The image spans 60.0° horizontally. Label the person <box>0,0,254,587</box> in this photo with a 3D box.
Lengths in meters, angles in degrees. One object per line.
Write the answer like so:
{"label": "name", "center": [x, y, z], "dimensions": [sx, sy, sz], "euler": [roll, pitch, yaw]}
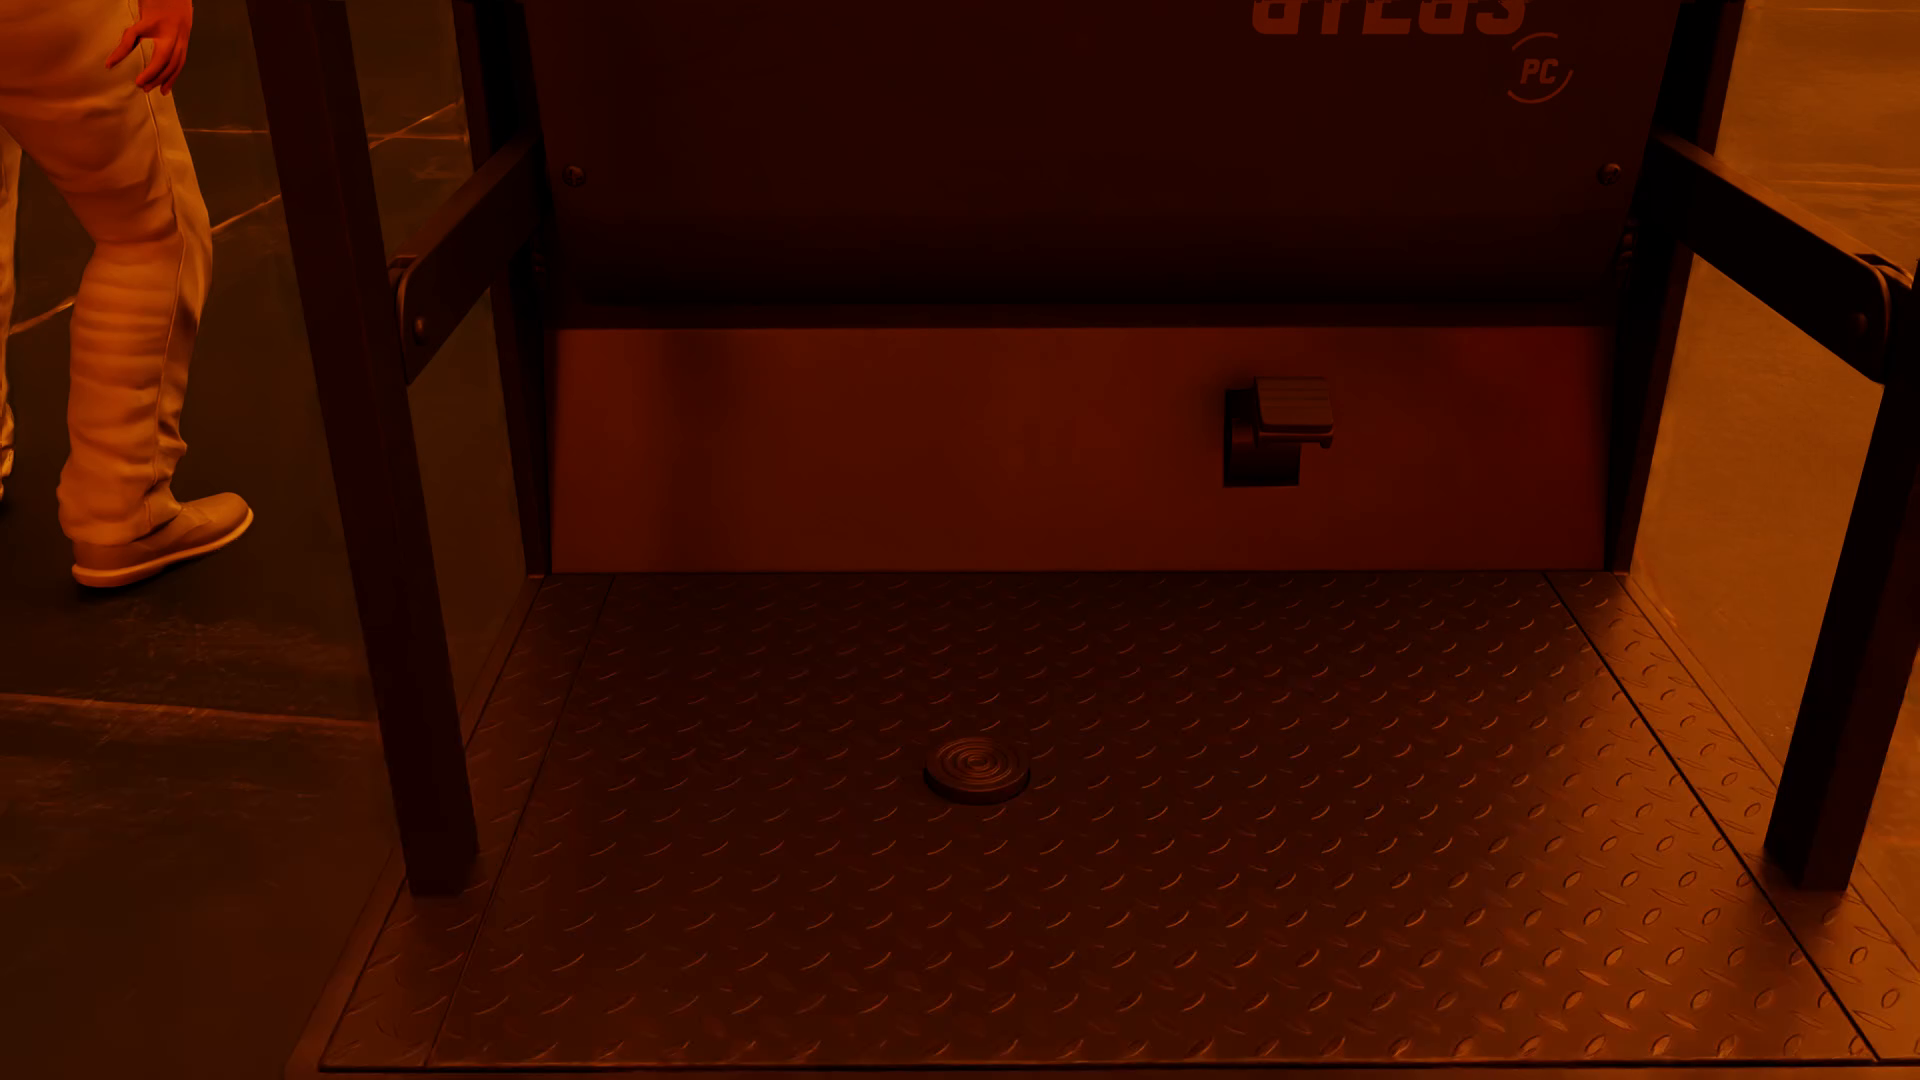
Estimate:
{"label": "person", "center": [-1.309, -0.757, 2.206], "dimensions": [0.811, 1.637, 0.468], "euler": [7, 27, 14]}

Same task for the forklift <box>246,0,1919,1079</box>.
{"label": "forklift", "center": [0.118, -0.866, 0.953], "dimensions": [1.130, 2.935, 3.031], "euler": [0, 27, 0]}
